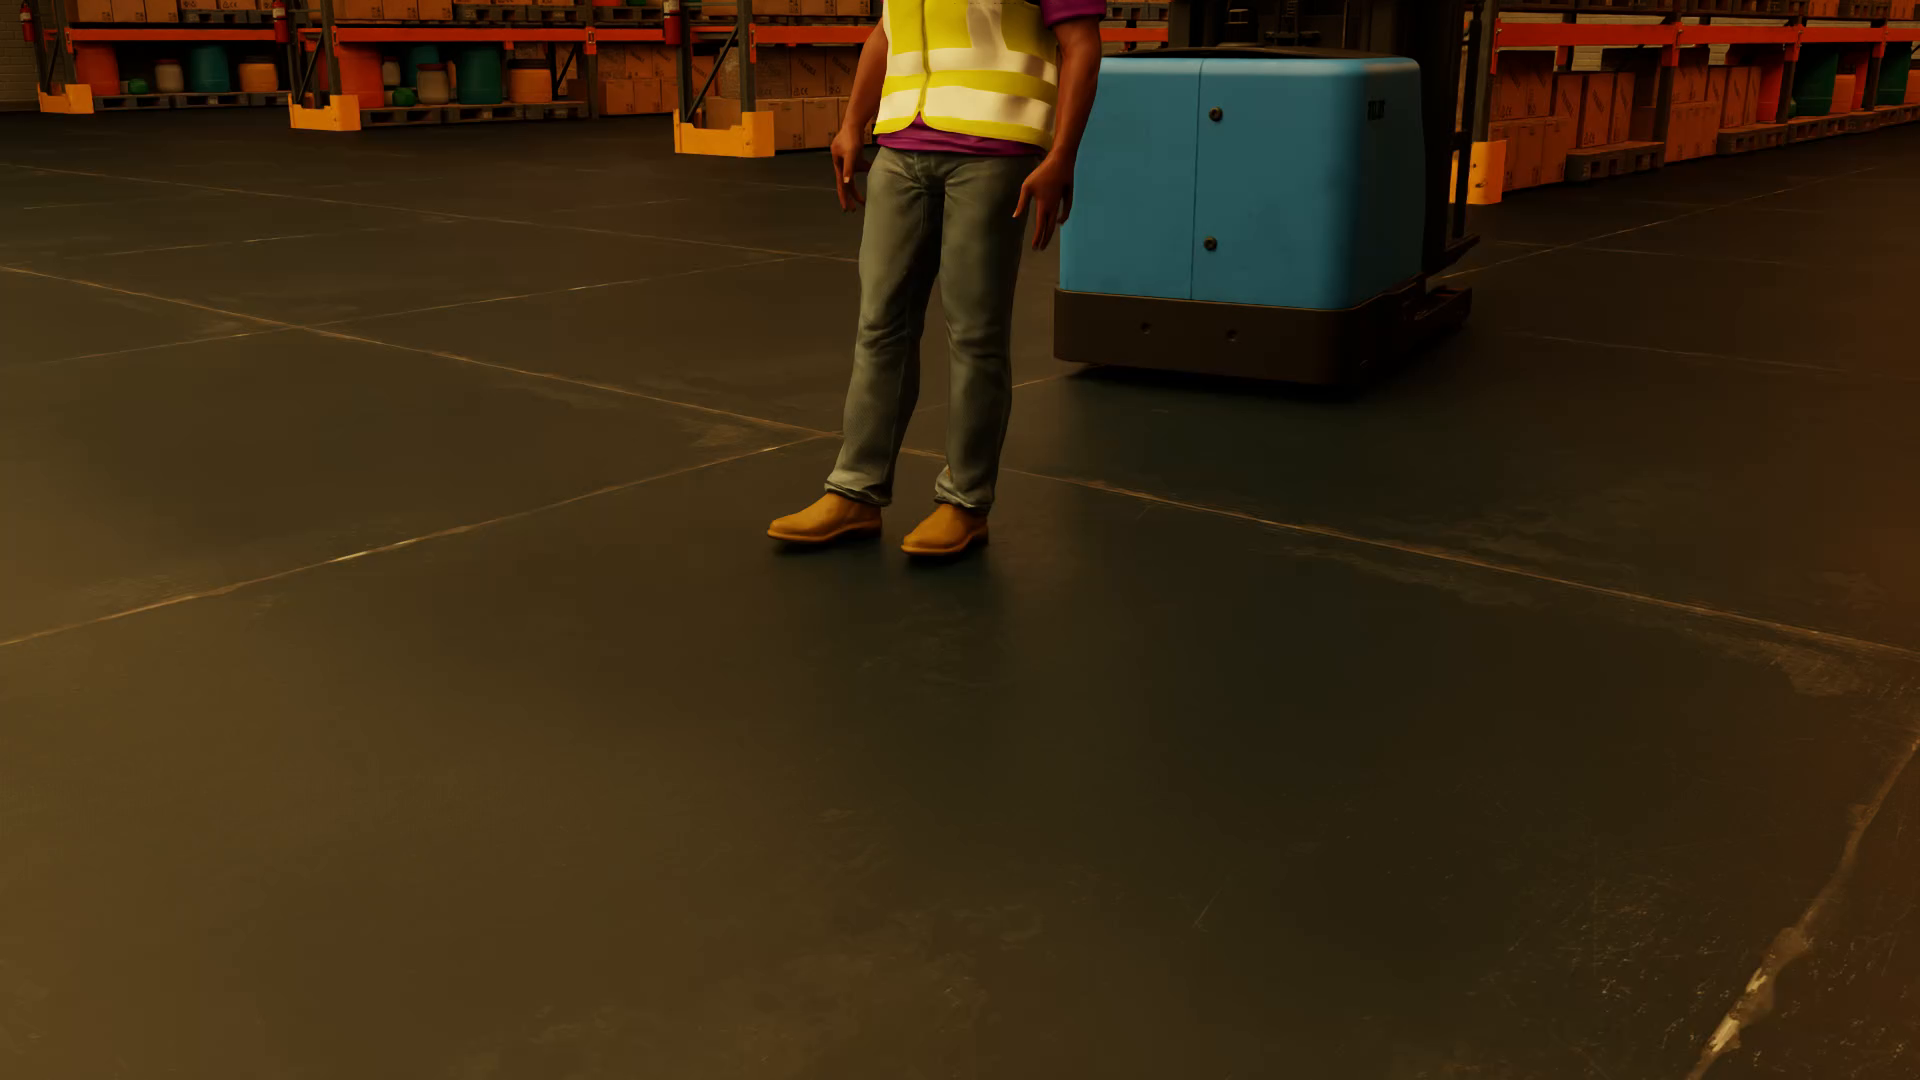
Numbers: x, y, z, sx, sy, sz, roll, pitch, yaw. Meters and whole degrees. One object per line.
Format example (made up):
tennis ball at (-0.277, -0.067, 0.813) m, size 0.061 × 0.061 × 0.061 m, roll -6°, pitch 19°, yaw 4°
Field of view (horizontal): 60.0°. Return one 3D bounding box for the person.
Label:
person at (-0.048, -0.837, 3.634) m, size 0.666 × 1.768 × 0.575 m, roll 13°, pitch 21°, yaw 37°

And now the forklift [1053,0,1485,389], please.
forklift at (1.455, -2.280, 6.405) m, size 1.130 × 2.935 × 3.031 m, roll 9°, pitch 19°, yaw 26°
